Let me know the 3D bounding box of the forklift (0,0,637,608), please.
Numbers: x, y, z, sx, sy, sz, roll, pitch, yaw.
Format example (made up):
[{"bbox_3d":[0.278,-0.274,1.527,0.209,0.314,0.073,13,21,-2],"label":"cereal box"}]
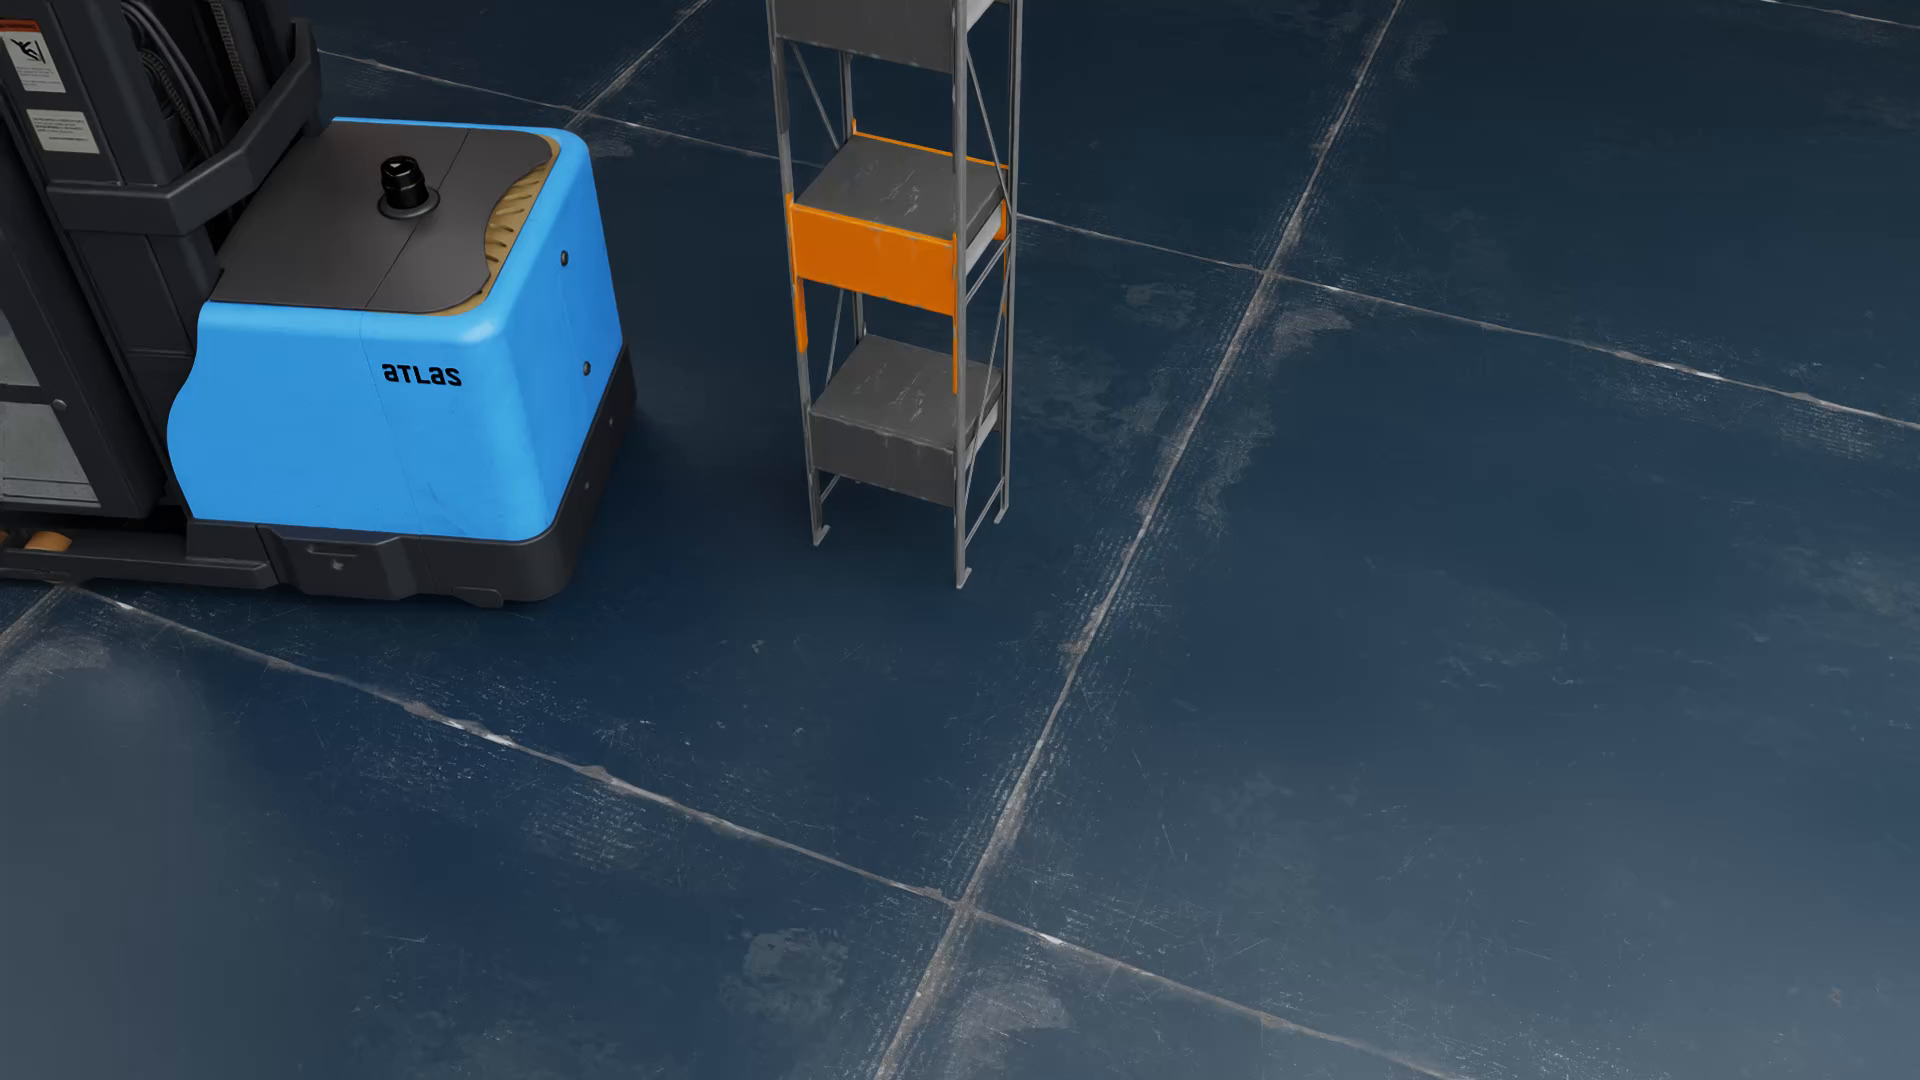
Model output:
[{"bbox_3d":[-2.643,-1.272,4.451,3.031,2.935,1.130,4,45,4],"label":"forklift"}]

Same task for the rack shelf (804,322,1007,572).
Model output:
[{"bbox_3d":[-0.153,-0.283,5.058,0.480,0.518,0.431,16,47,16],"label":"rack shelf"}]

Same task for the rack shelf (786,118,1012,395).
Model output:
[{"bbox_3d":[-0.153,-0.780,4.564,0.480,0.518,0.431,16,47,16],"label":"rack shelf"}]

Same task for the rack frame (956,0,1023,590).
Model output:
[{"bbox_3d":[0.072,-0.723,4.488,0.015,2.100,0.400,16,47,16],"label":"rack frame"}]

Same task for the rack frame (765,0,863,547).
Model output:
[{"bbox_3d":[-0.378,-0.856,4.621,0.015,2.100,0.400,16,47,16],"label":"rack frame"}]

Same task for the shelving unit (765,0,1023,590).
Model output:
[{"bbox_3d":[-0.153,-0.789,4.555,0.503,2.100,0.431,16,47,16],"label":"shelving unit"}]

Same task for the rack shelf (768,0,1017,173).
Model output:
[{"bbox_3d":[-0.153,-1.276,4.070,0.480,0.518,0.431,16,47,16],"label":"rack shelf"}]
